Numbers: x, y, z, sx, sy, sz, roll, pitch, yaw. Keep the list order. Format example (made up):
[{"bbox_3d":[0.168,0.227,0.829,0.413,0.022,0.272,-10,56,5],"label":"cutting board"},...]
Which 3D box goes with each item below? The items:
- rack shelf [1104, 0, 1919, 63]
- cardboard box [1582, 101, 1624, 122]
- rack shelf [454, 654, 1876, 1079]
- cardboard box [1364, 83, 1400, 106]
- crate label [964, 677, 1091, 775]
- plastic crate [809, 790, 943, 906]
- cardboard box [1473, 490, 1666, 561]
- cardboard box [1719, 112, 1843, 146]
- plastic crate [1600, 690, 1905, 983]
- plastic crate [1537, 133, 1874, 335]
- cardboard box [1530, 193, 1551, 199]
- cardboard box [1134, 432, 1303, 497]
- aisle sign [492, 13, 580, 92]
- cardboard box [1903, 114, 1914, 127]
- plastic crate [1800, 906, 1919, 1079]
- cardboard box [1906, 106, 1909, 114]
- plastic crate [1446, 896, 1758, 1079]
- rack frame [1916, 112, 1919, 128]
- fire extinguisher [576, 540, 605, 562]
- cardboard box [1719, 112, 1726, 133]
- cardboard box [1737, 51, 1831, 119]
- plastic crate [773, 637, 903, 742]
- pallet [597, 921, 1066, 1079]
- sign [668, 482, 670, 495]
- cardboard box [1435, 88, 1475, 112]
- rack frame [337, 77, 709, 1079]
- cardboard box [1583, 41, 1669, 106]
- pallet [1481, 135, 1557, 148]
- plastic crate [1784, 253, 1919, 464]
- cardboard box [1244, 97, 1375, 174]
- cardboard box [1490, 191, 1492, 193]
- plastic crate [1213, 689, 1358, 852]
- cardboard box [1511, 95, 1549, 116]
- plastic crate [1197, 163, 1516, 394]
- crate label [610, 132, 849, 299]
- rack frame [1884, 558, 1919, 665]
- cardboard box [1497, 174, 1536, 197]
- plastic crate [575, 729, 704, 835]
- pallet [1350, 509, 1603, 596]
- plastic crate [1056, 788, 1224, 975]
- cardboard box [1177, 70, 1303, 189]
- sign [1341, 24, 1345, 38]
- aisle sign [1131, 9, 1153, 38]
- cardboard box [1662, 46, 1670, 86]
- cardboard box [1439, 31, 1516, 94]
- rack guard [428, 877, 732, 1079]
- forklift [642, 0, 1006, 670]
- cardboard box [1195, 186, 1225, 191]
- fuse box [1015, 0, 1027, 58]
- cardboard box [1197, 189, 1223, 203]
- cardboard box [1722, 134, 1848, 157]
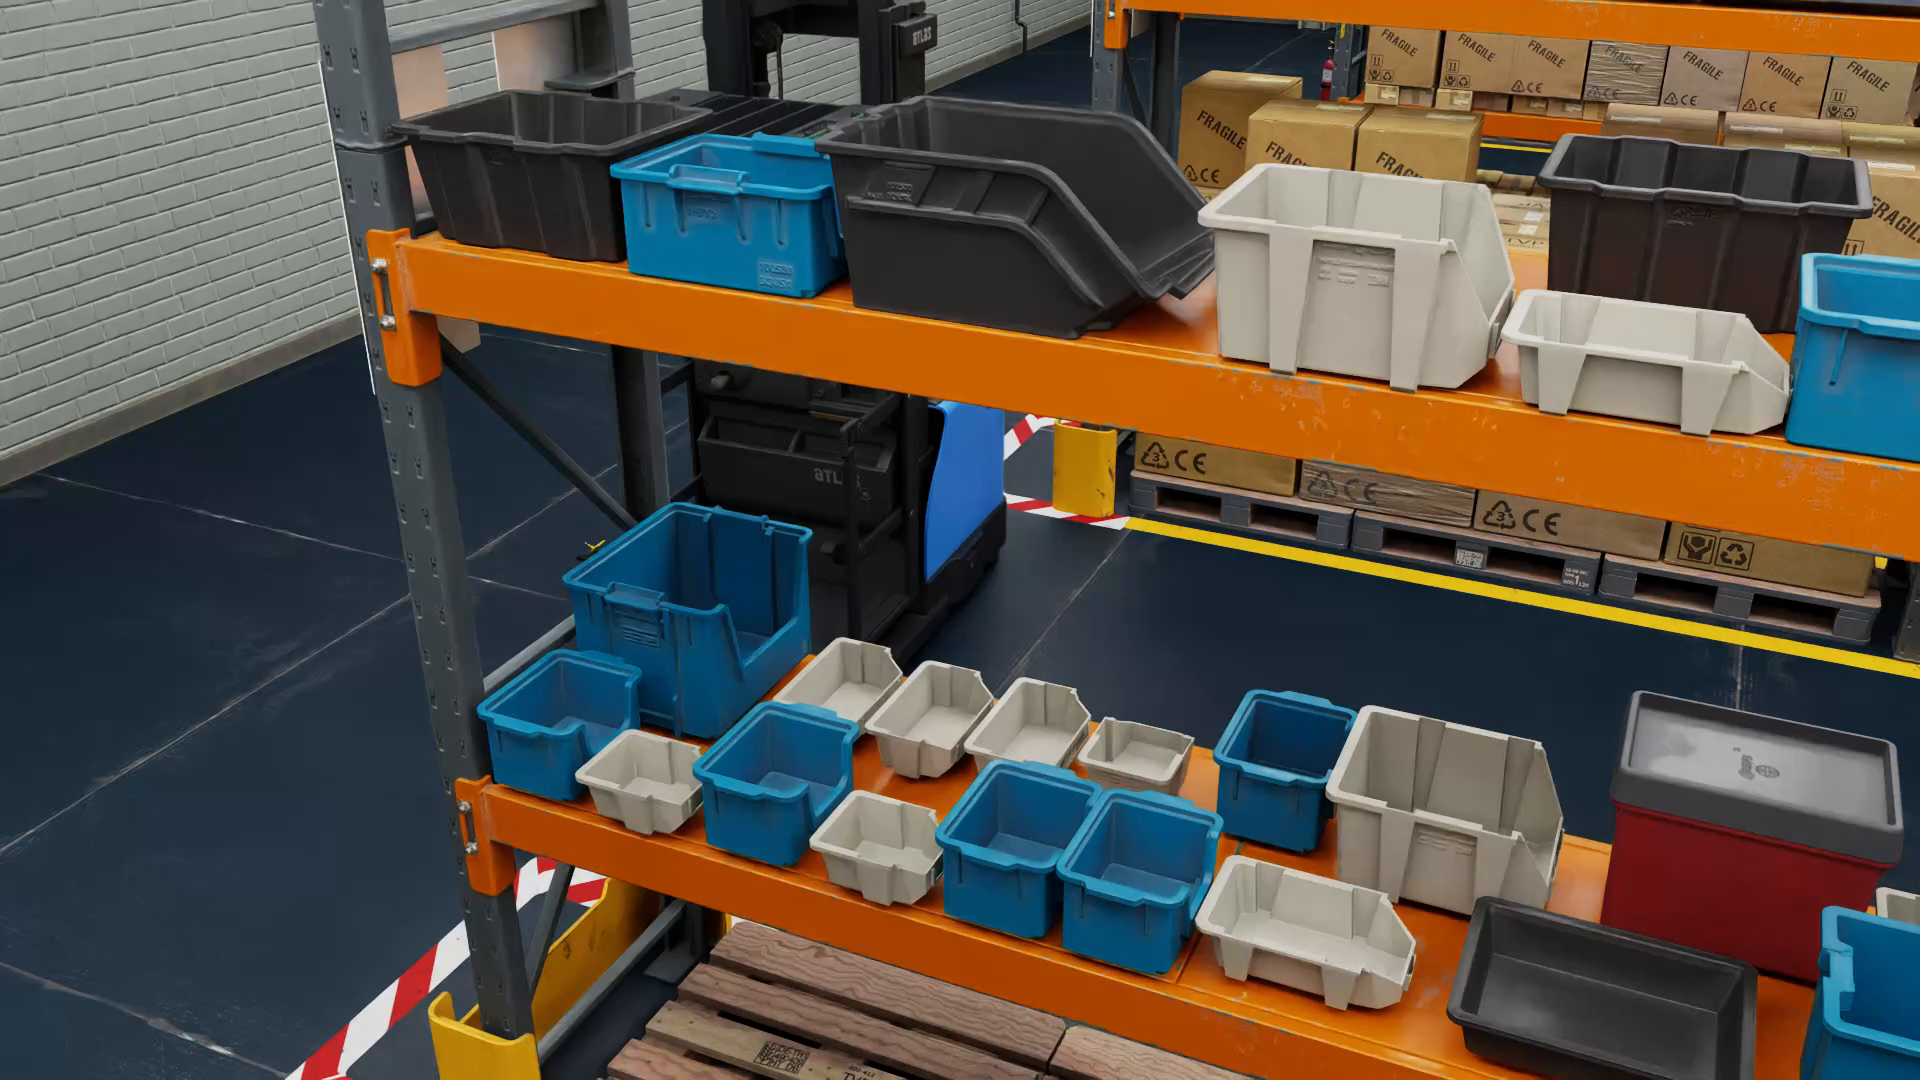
[{"bbox_3d":[2.726,-2.373,7.593,4.000,0.370,1.077,11,28,22],"label":"rack shelf"},{"bbox_3d":[4.651,-3.123,11.982,0.250,0.149,0.380,12,29,24],"label":"cardboard box"},{"bbox_3d":[0.676,0.964,4.210,4.000,0.370,1.077,11,28,22],"label":"rack shelf"},{"bbox_3d":[3.210,-3.388,12.520,0.250,0.149,0.380,11,28,21],"label":"cardboard box"},{"bbox_3d":[0.194,0.543,4.481,0.243,0.136,0.396,11,28,22],"label":"crate label"},{"bbox_3d":[-0.181,0.761,4.040,0.298,0.136,0.250,11,28,22],"label":"plastic crate"},{"bbox_3d":[3.160,-0.537,8.375,0.875,0.875,0.875,11,28,22],"label":"cardboard box"},{"bbox_3d":[3.771,-1.671,7.731,0.500,0.500,0.500,11,28,22],"label":"cardboard box"},{"bbox_3d":[1.787,0.687,3.818,0.583,0.464,0.402,11,28,22],"label":"plastic crate"},{"bbox_3d":[1.479,-0.617,3.360,0.590,0.269,0.497,11,28,22],"label":"plastic crate"},{"bbox_3d":[4.373,-2.469,12.448,0.250,0.149,0.380,13,29,24],"label":"cardboard box"},{"bbox_3d":[1.521,-0.866,9.043,0.875,0.875,0.875,11,28,22],"label":"cardboard box"},{"bbox_3d":[-1.089,-1.022,4.486,0.004,0.787,0.394,11,28,22],"label":"aisle sign"},{"bbox_3d":[6.335,-2.806,11.337,0.250,0.149,0.380,11,28,21],"label":"cardboard box"},{"bbox_3d":[1.930,1.039,3.194,0.575,0.384,0.392,11,28,22],"label":"plastic crate"},{"bbox_3d":[6.569,-3.031,11.795,0.250,0.149,0.380,12,29,24],"label":"cardboard box"},{"bbox_3d":[1.366,1.007,3.552,0.590,0.125,0.437,11,28,22],"label":"plastic crate"},{"bbox_3d":[6.692,-2.960,11.367,0.127,3.000,1.000,11,28,22],"label":"rack frame"},{"bbox_3d":[-1.094,0.267,5.321,0.183,0.674,0.296,11,28,22],"label":"fire extinguisher"},{"bbox_3d":[5.353,-2.977,11.684,0.250,0.149,0.380,10,28,20],"label":"cardboard box"},{"bbox_3d":[5.662,-3.209,11.422,0.500,0.500,0.500,11,28,20],"label":"cardboard box"},{"bbox_3d":[-0.328,0.443,4.684,0.243,0.136,0.396,11,28,22],"label":"plastic crate"},{"bbox_3d":[-0.410,1.693,5.072,1.213,0.211,1.003,11,28,22],"label":"pallet"},{"bbox_3d":[-0.932,-0.022,5.213,0.005,0.325,0.100,11,28,22],"label":"sign"},{"bbox_3d":[3.681,-3.287,12.316,0.250,0.149,0.380,11,28,20],"label":"cardboard box"},{"bbox_3d":[-1.145,0.276,4.794,0.127,3.000,1.000,11,28,22],"label":"rack frame"},{"bbox_3d":[4.750,-3.404,11.818,0.500,0.500,0.500,11,28,20],"label":"cardboard box"},{"bbox_3d":[5.768,-4.335,17.315,1.213,0.211,1.003,11,28,22],"label":"pallet"},{"bbox_3d":[1.536,-0.302,2.760,0.300,0.233,0.416,11,28,22],"label":"plastic crate"},{"bbox_3d":[1.686,-1.831,8.057,0.500,0.500,0.500,11,28,21],"label":"cardboard box"},{"bbox_3d":[3.864,-2.536,12.584,0.250,0.149,0.380,11,28,22],"label":"cardboard box"},{"bbox_3d":[0.831,0.596,4.265,0.300,0.233,0.416,11,28,22],"label":"plastic crate"},{"bbox_3d":[4.211,-3.236,12.210,0.250,0.149,0.380,11,28,21],"label":"cardboard box"},{"bbox_3d":[0.745,-0.488,3.083,0.530,0.282,0.437,11,28,22],"label":"plastic crate"},{"bbox_3d":[-0.439,-0.705,3.558,0.502,0.251,0.408,11,28,22],"label":"crate label"},{"bbox_3d":[4.547,-0.984,7.354,0.127,3.000,1.000,11,28,22],"label":"rack frame"},{"bbox_3d":[4.340,-2.735,12.988,0.250,0.149,0.380,10,28,20],"label":"cardboard box"},{"bbox_3d":[-0.799,0.637,4.292,0.298,0.136,0.250,11,28,22],"label":"plastic crate"},{"bbox_3d":[2.772,-0.126,8.768,1.213,0.211,1.003,11,28,22],"label":"pallet"},{"bbox_3d":[0.415,0.797,3.857,0.300,0.233,0.416,11,28,22],"label":"plastic crate"},{"bbox_3d":[1.458,-2.135,8.675,0.500,0.500,0.500,12,29,22],"label":"cardboard box"},{"bbox_3d":[2.826,-3.862,12.218,0.005,0.325,0.100,11,28,22],"label":"sign"},{"bbox_3d":[0.964,-3.016,8.537,0.004,0.787,0.394,11,28,22],"label":"aisle sign"},{"bbox_3d":[4.948,-3.611,12.238,0.500,0.500,0.500,13,29,24],"label":"cardboard box"},{"bbox_3d":[3.843,-3.589,12.194,0.500,0.500,0.500,11,28,22],"label":"cardboard box"},{"bbox_3d":[-1.172,1.398,5.345,0.348,0.500,1.175,11,28,22],"label":"rack guard"},{"bbox_3d":[-0.799,-0.748,6.950,1.130,2.935,3.031,10,28,20],"label":"forklift"},{"bbox_3d":[1.456,-1.800,8.843,0.500,0.250,0.500,11,28,21],"label":"cardboard box"},{"bbox_3d":[0.867,-6.962,20.954,0.414,1.711,0.539,11,28,22],"label":"fuse box"},{"bbox_3d":[1.231,-1.586,8.408,0.500,0.250,0.500,11,28,20],"label":"cardboard box"},{"bbox_3d":[3.563,-1.457,7.297,0.500,0.500,0.500,12,29,22],"label":"cardboard box"}]
